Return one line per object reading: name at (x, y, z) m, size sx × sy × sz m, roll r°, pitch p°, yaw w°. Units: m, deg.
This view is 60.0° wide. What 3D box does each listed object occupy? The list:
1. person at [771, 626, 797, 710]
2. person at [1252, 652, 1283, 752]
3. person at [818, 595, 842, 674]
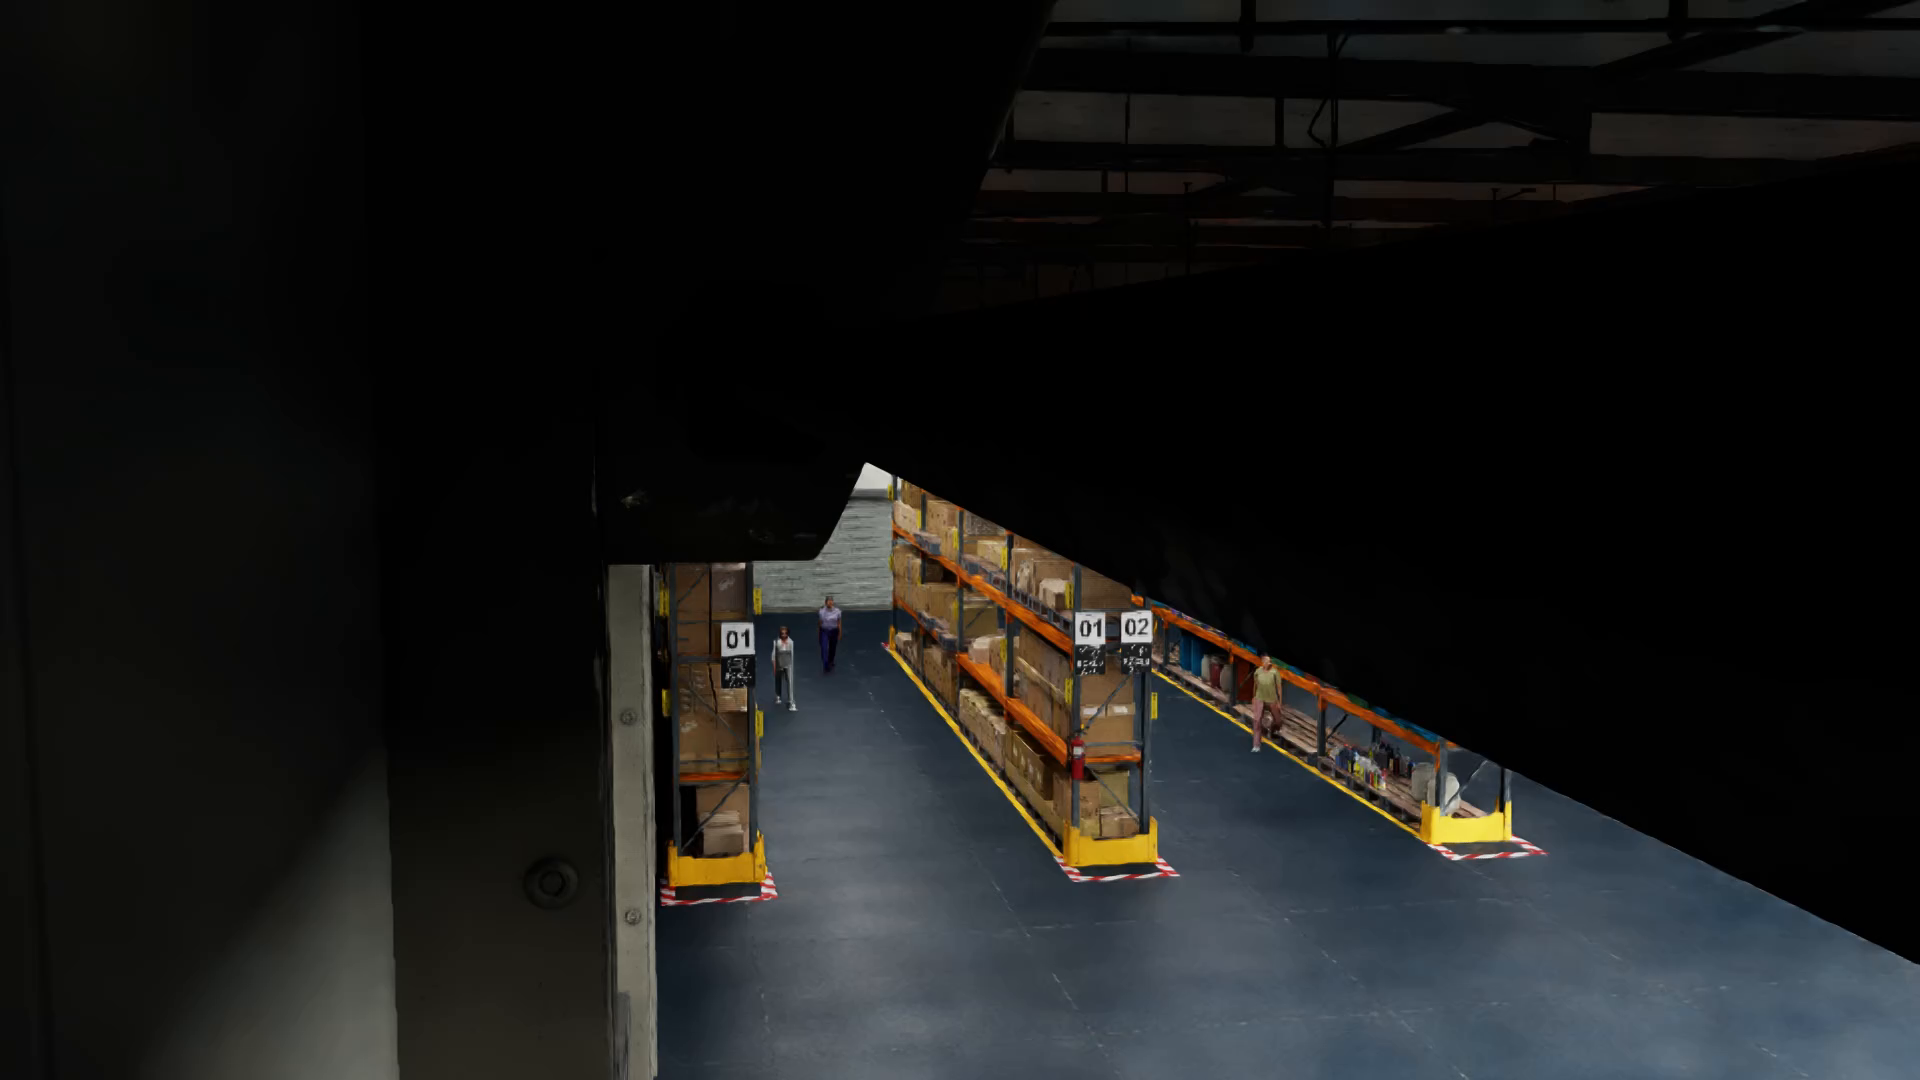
person at (-3.220, 2.293, 30.248) m, size 0.419 × 1.514 × 1.038 m, roll -1°, pitch 6°, yaw -13°
person at (5.008, 2.604, 27.089) m, size 0.504 × 1.614 × 0.967 m, roll 1°, pitch 6°, yaw 12°
person at (-2.634, 2.015, 33.816) m, size 0.478 × 1.309 × 1.083 m, roll -1°, pitch 6°, yaw -13°
